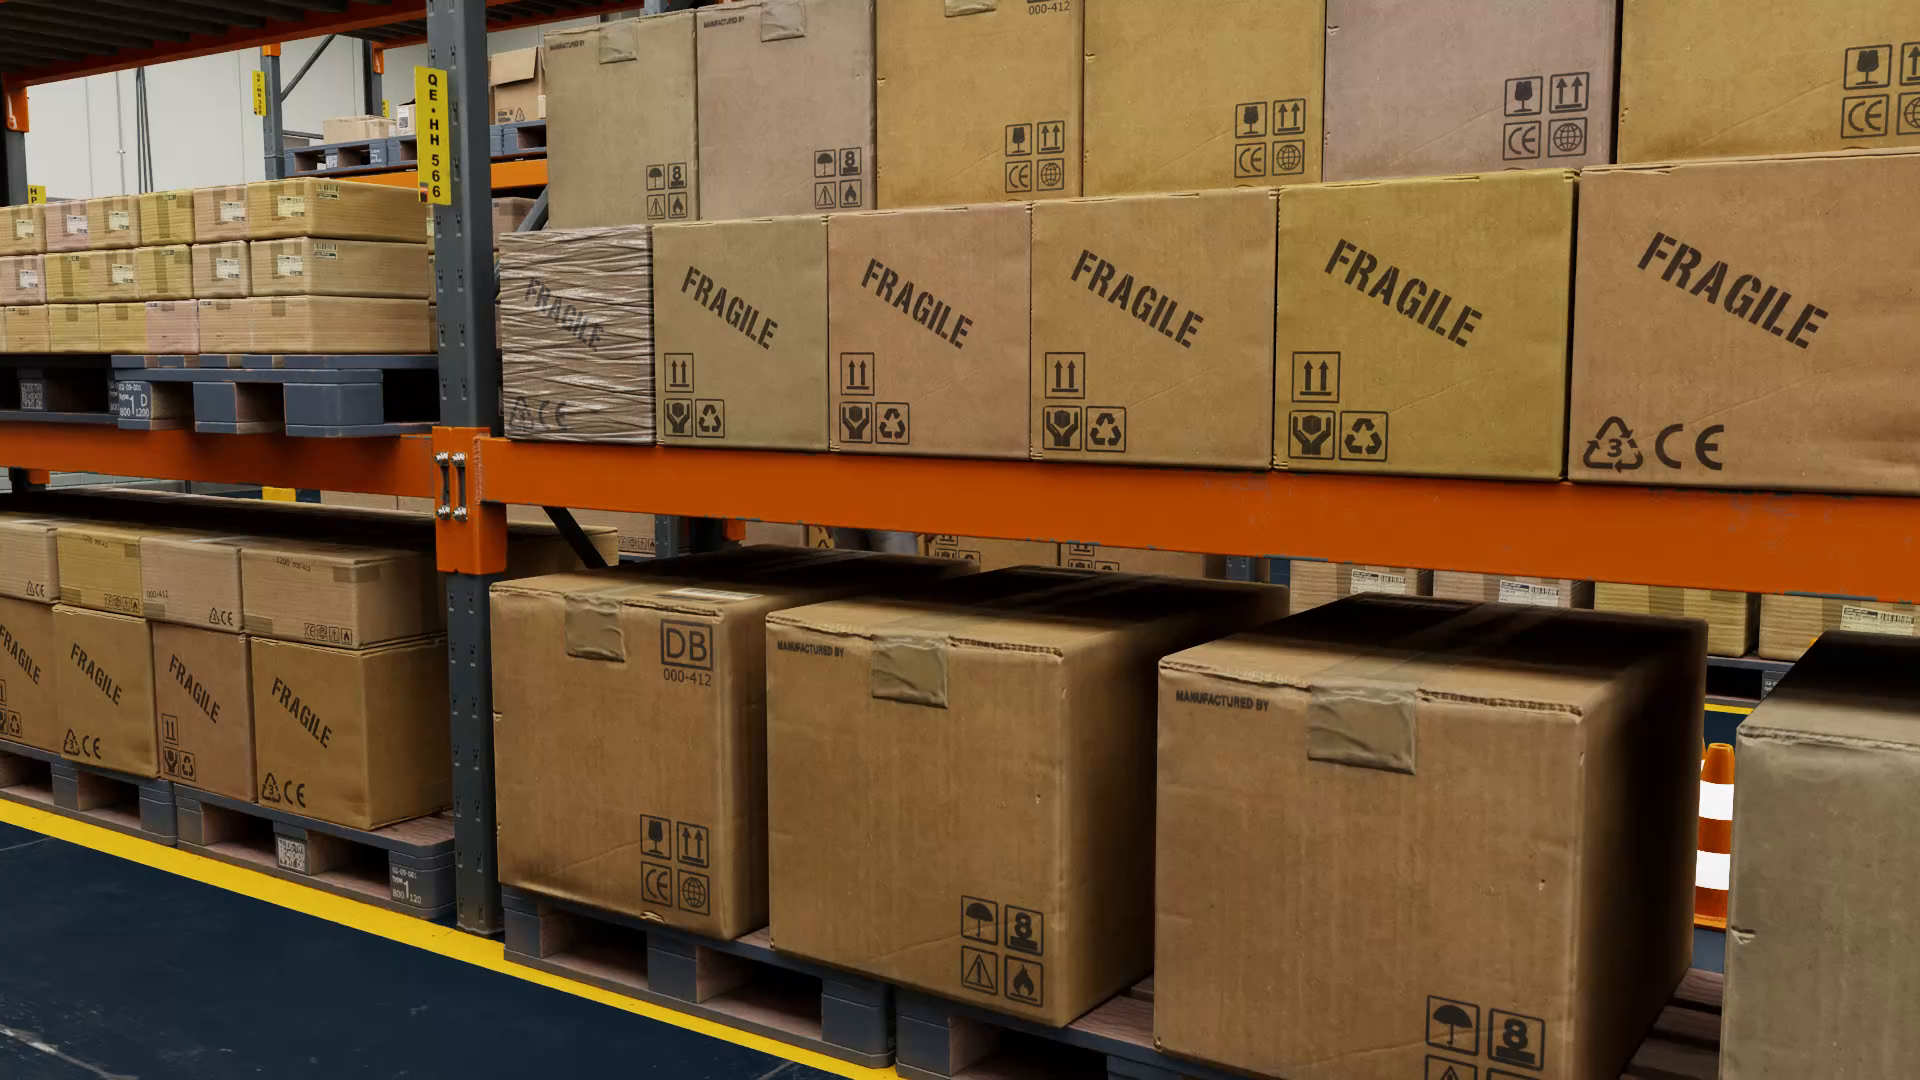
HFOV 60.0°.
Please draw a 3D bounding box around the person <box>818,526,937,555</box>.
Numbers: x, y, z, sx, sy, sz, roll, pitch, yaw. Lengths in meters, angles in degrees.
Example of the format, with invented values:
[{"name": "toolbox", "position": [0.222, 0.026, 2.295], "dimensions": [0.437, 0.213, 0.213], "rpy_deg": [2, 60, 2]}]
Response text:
[{"name": "person", "position": [-0.366, -0.163, 7.185], "dimensions": [0.635, 1.760, 0.462], "rpy_deg": [4, 7, 32]}]
